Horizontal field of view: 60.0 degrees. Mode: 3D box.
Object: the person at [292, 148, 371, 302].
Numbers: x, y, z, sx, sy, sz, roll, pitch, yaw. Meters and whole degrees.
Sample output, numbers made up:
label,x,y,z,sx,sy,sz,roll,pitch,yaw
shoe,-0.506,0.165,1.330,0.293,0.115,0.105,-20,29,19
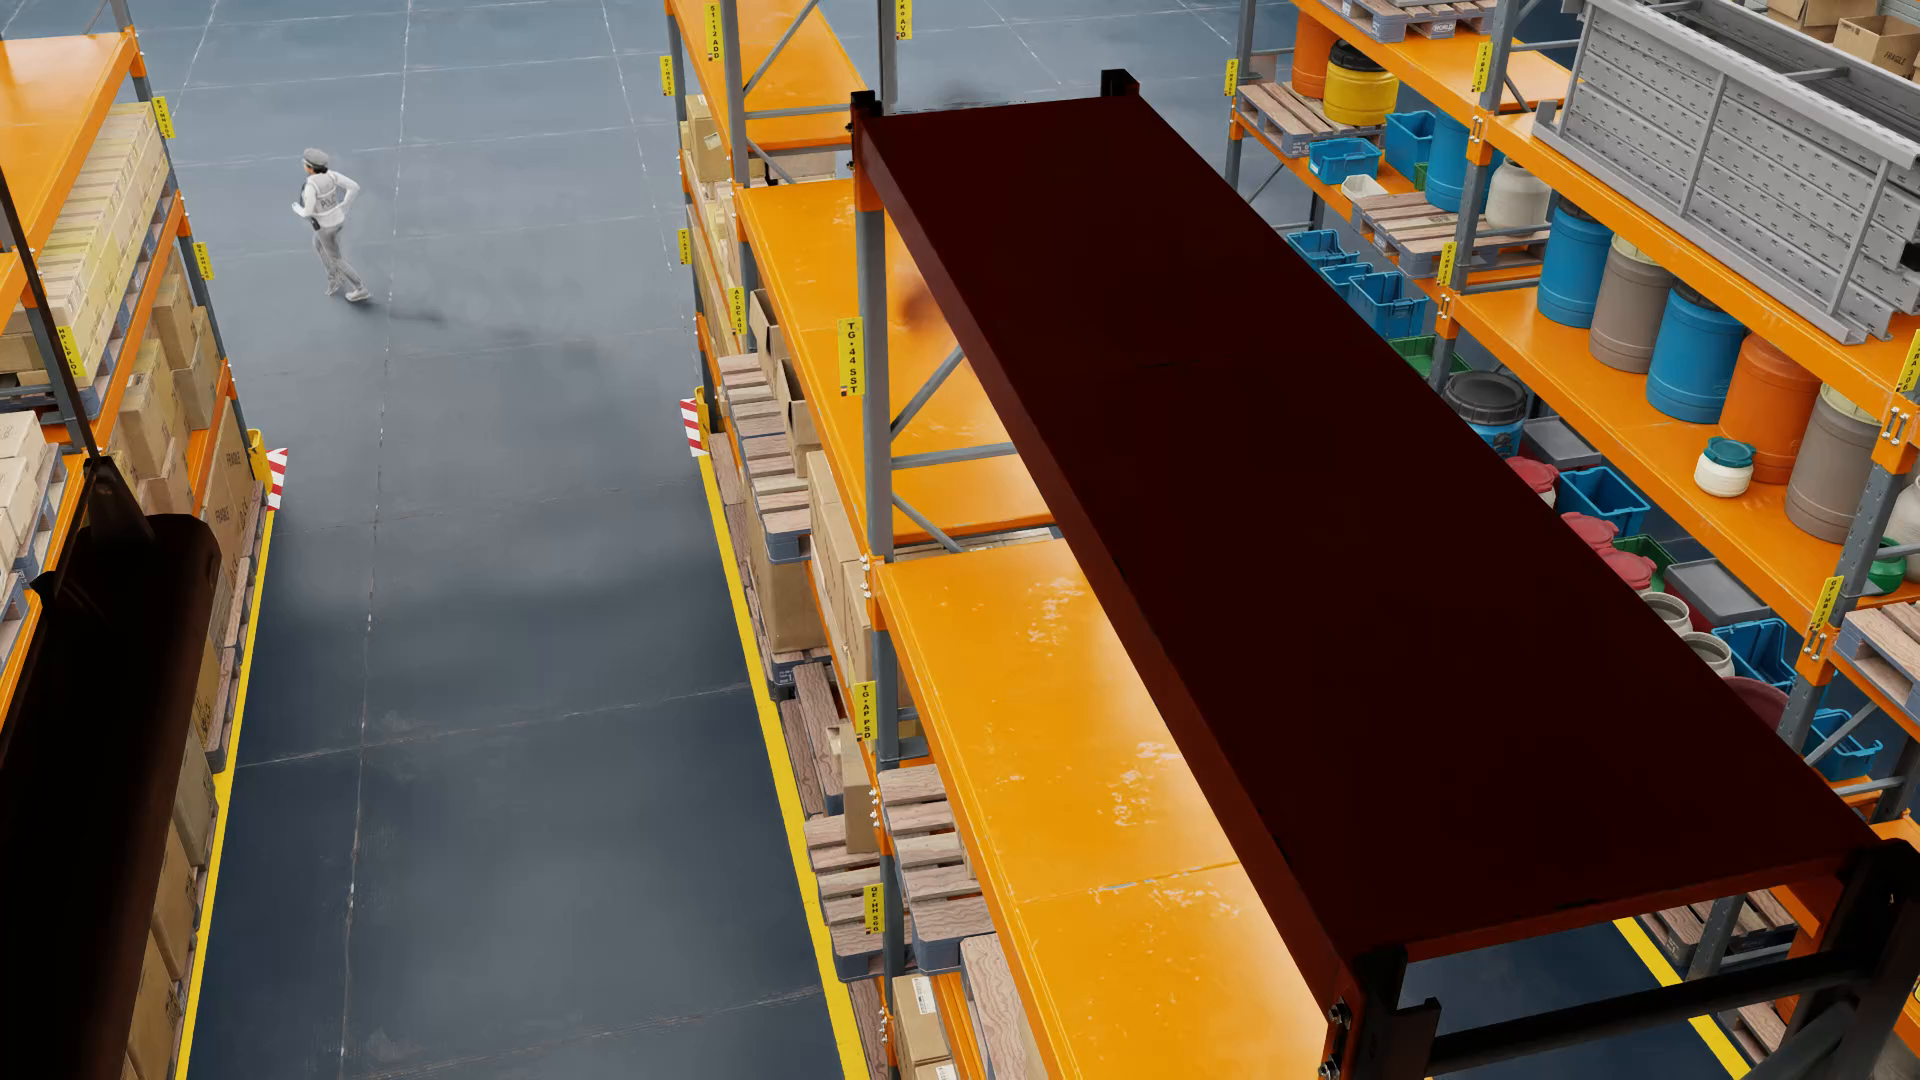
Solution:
label,x,y,z,sx,sy,sz,roll,pitch,yaw
person,-6.615,-3.293,17.447,0.714,1.717,0.617,9,35,13
